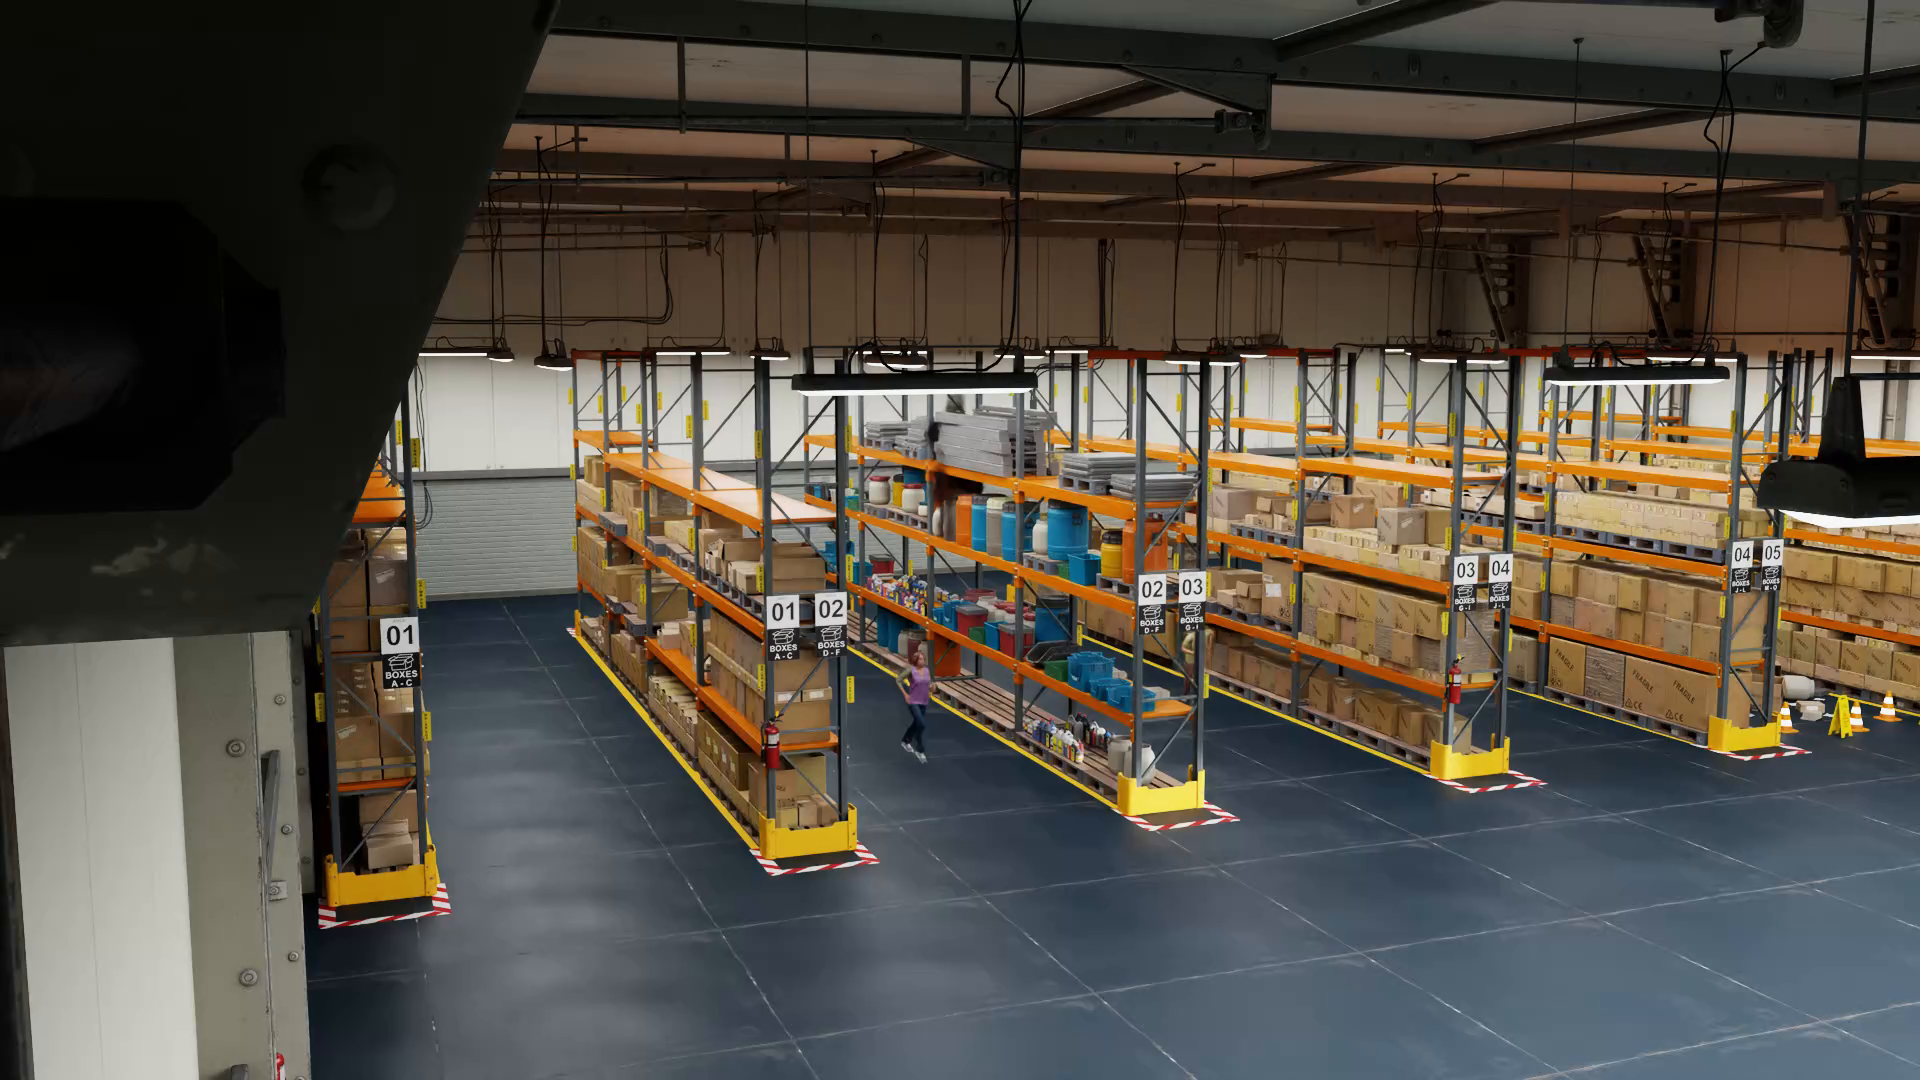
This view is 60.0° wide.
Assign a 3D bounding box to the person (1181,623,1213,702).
[{"bbox_3d":[3.959,2.097,28.035,0.616,1.614,0.945,-2,7,-12],"label":"person"}]

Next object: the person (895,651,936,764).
[{"bbox_3d":[-0.641,2.468,24.768,0.523,1.647,0.736,-6,9,-41],"label":"person"}]
